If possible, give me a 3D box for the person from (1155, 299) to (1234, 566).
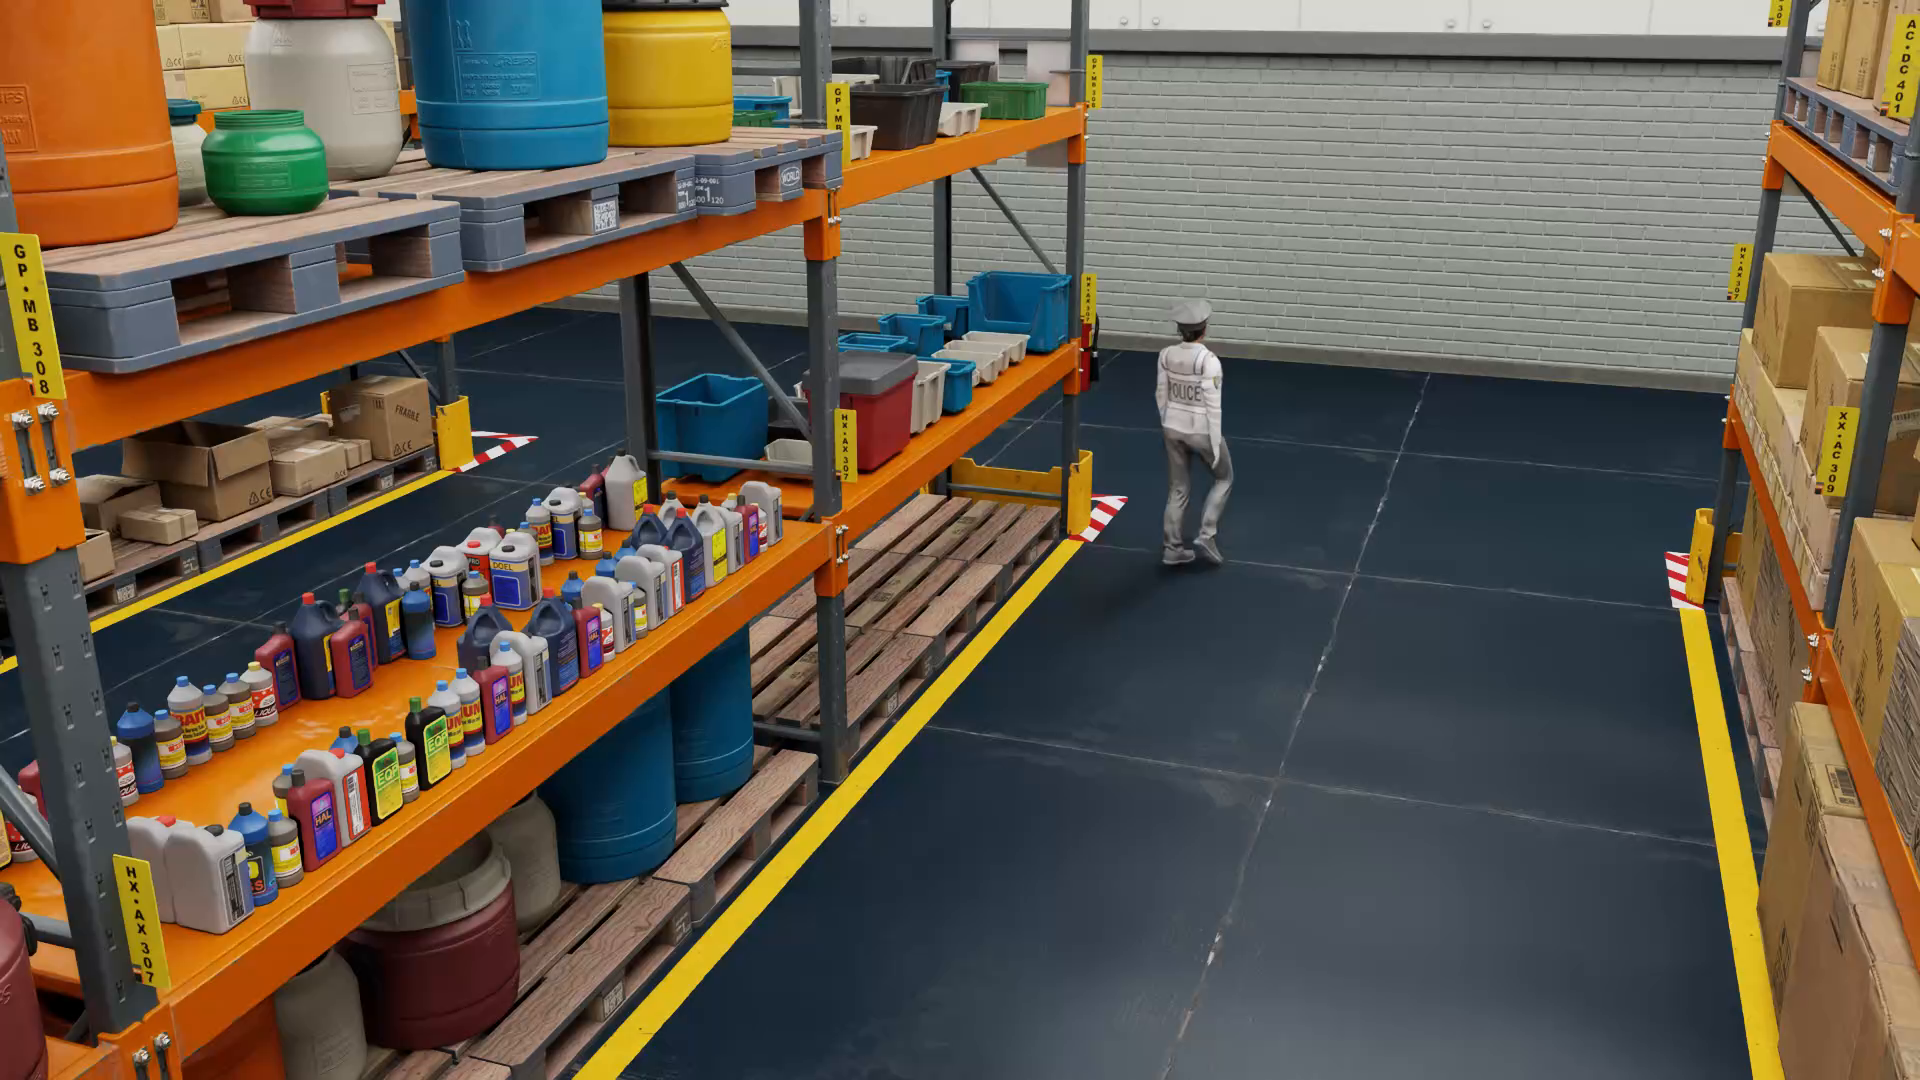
[{"bbox_3d":[1.463,-0.656,10.431,0.514,1.728,0.483,15,24,37],"label":"person"}]
